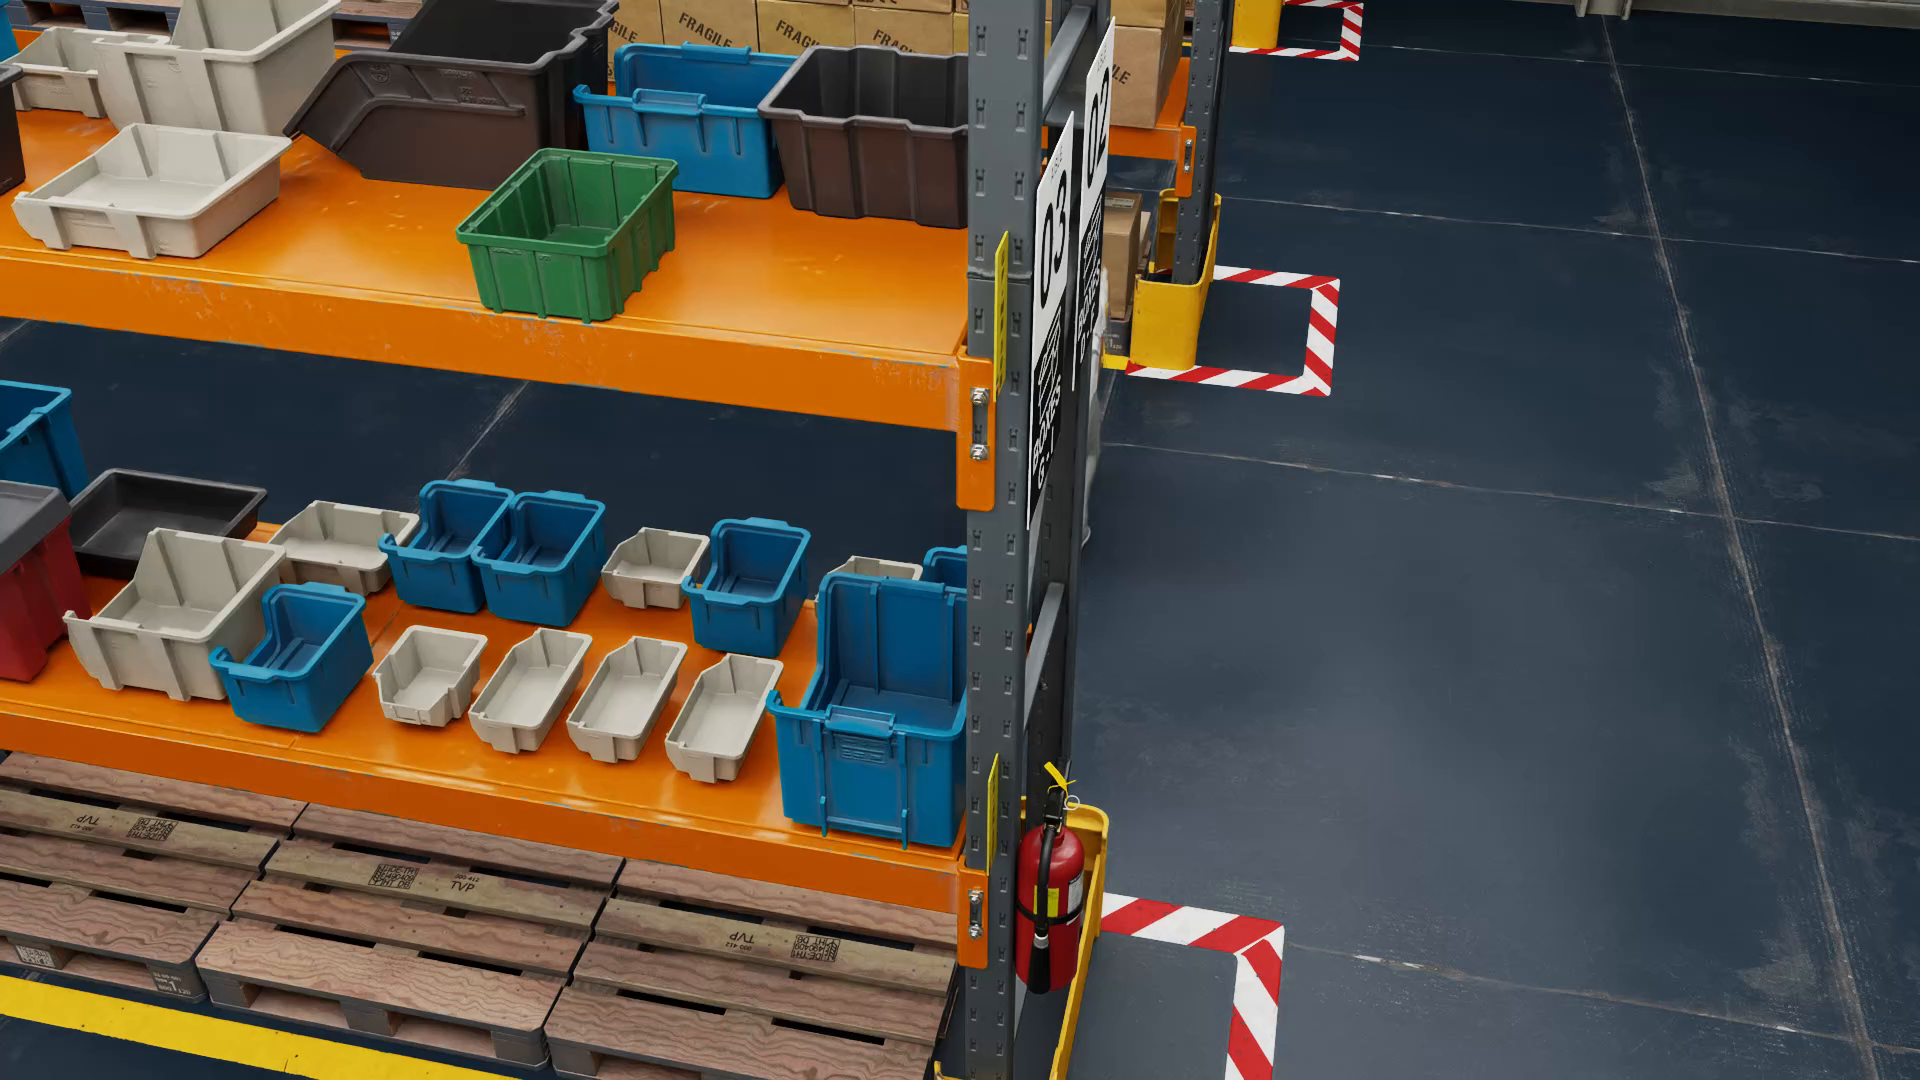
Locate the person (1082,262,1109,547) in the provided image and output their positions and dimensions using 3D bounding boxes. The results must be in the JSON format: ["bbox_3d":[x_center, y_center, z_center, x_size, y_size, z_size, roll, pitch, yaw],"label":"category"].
[{"bbox_3d":[0.403,-0.713,7.309,0.487,1.525,0.852,7,37,9],"label":"person"}]
